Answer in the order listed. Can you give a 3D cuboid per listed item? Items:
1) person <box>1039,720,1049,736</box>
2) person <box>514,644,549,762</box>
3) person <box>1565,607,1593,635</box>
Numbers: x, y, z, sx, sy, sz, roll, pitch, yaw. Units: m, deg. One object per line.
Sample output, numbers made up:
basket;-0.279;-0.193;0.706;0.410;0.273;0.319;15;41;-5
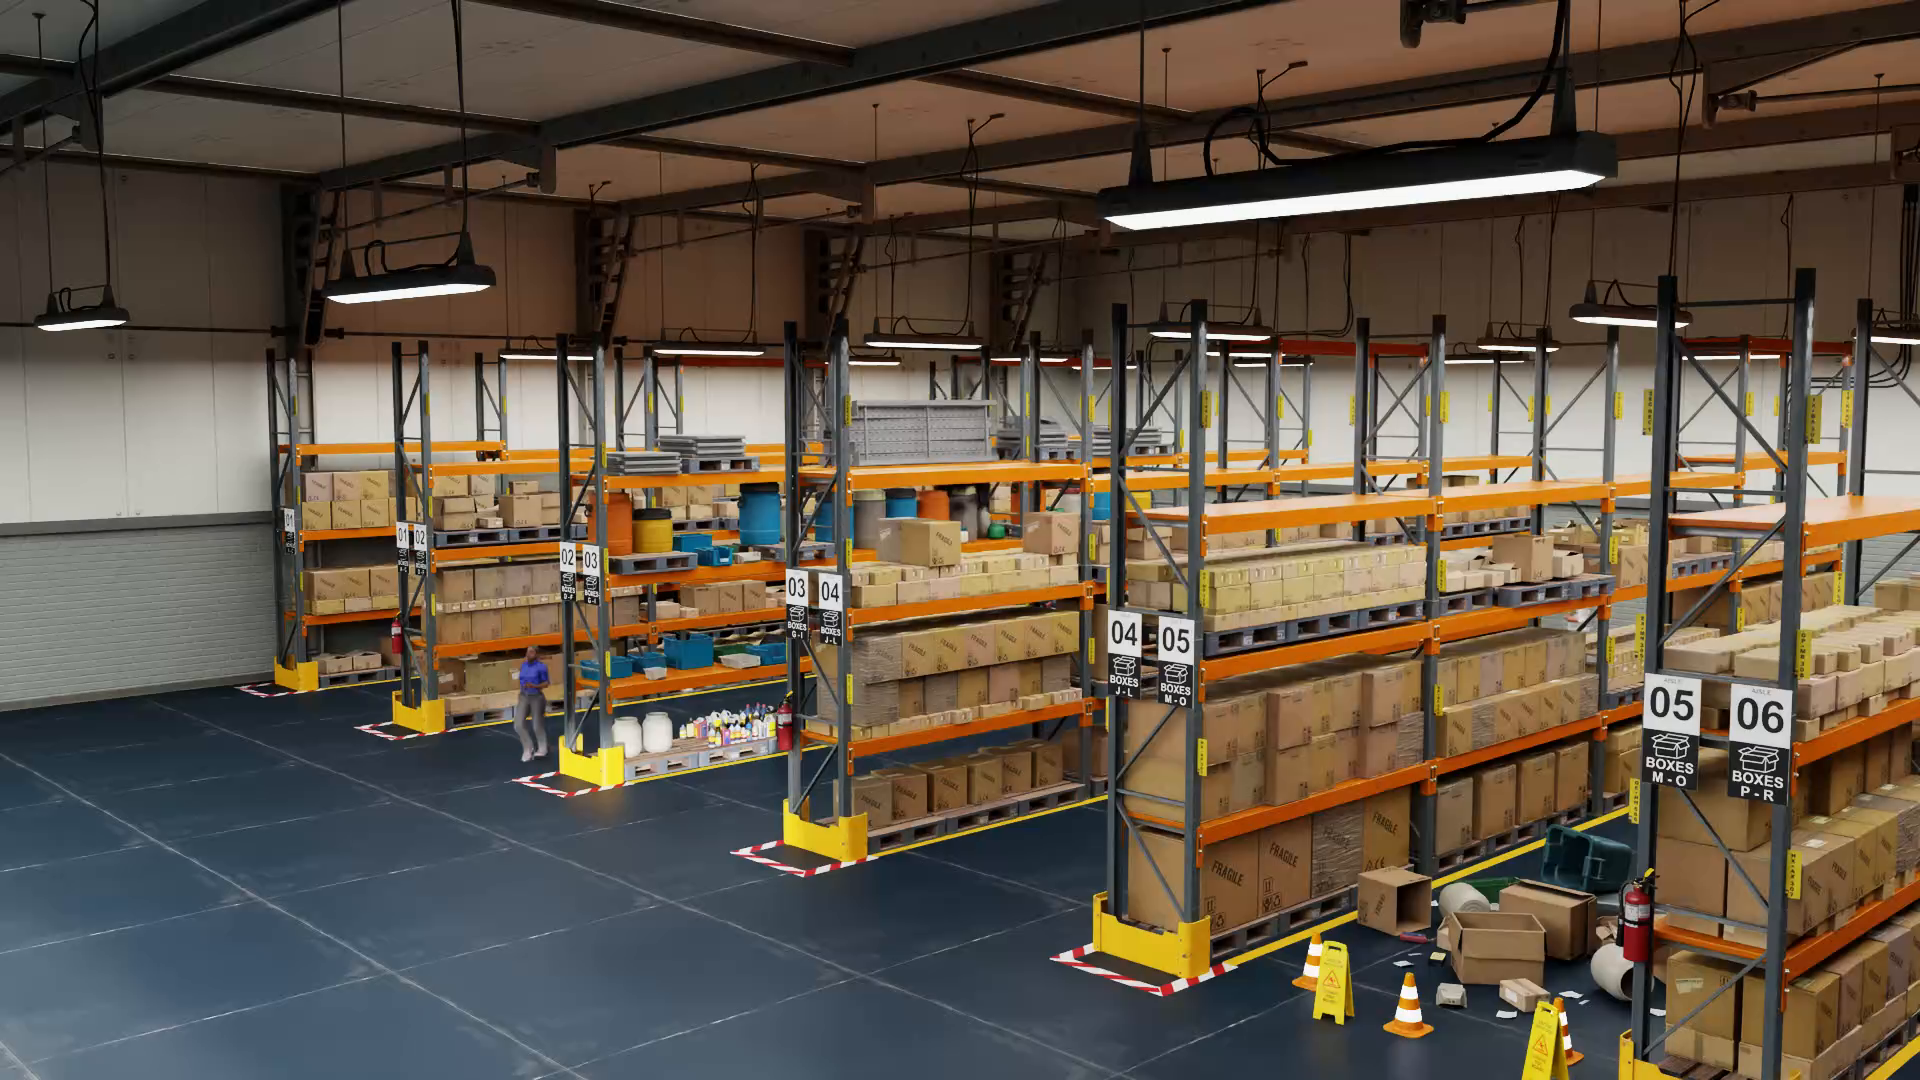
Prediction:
person;1.186;2.154;25.211;0.649;1.706;0.740;4;6;40
person;-6.076;2.319;23.524;0.556;1.682;0.654;1;5;15
person;11.138;1.672;29.876;0.720;1.773;0.944;-4;6;-36
